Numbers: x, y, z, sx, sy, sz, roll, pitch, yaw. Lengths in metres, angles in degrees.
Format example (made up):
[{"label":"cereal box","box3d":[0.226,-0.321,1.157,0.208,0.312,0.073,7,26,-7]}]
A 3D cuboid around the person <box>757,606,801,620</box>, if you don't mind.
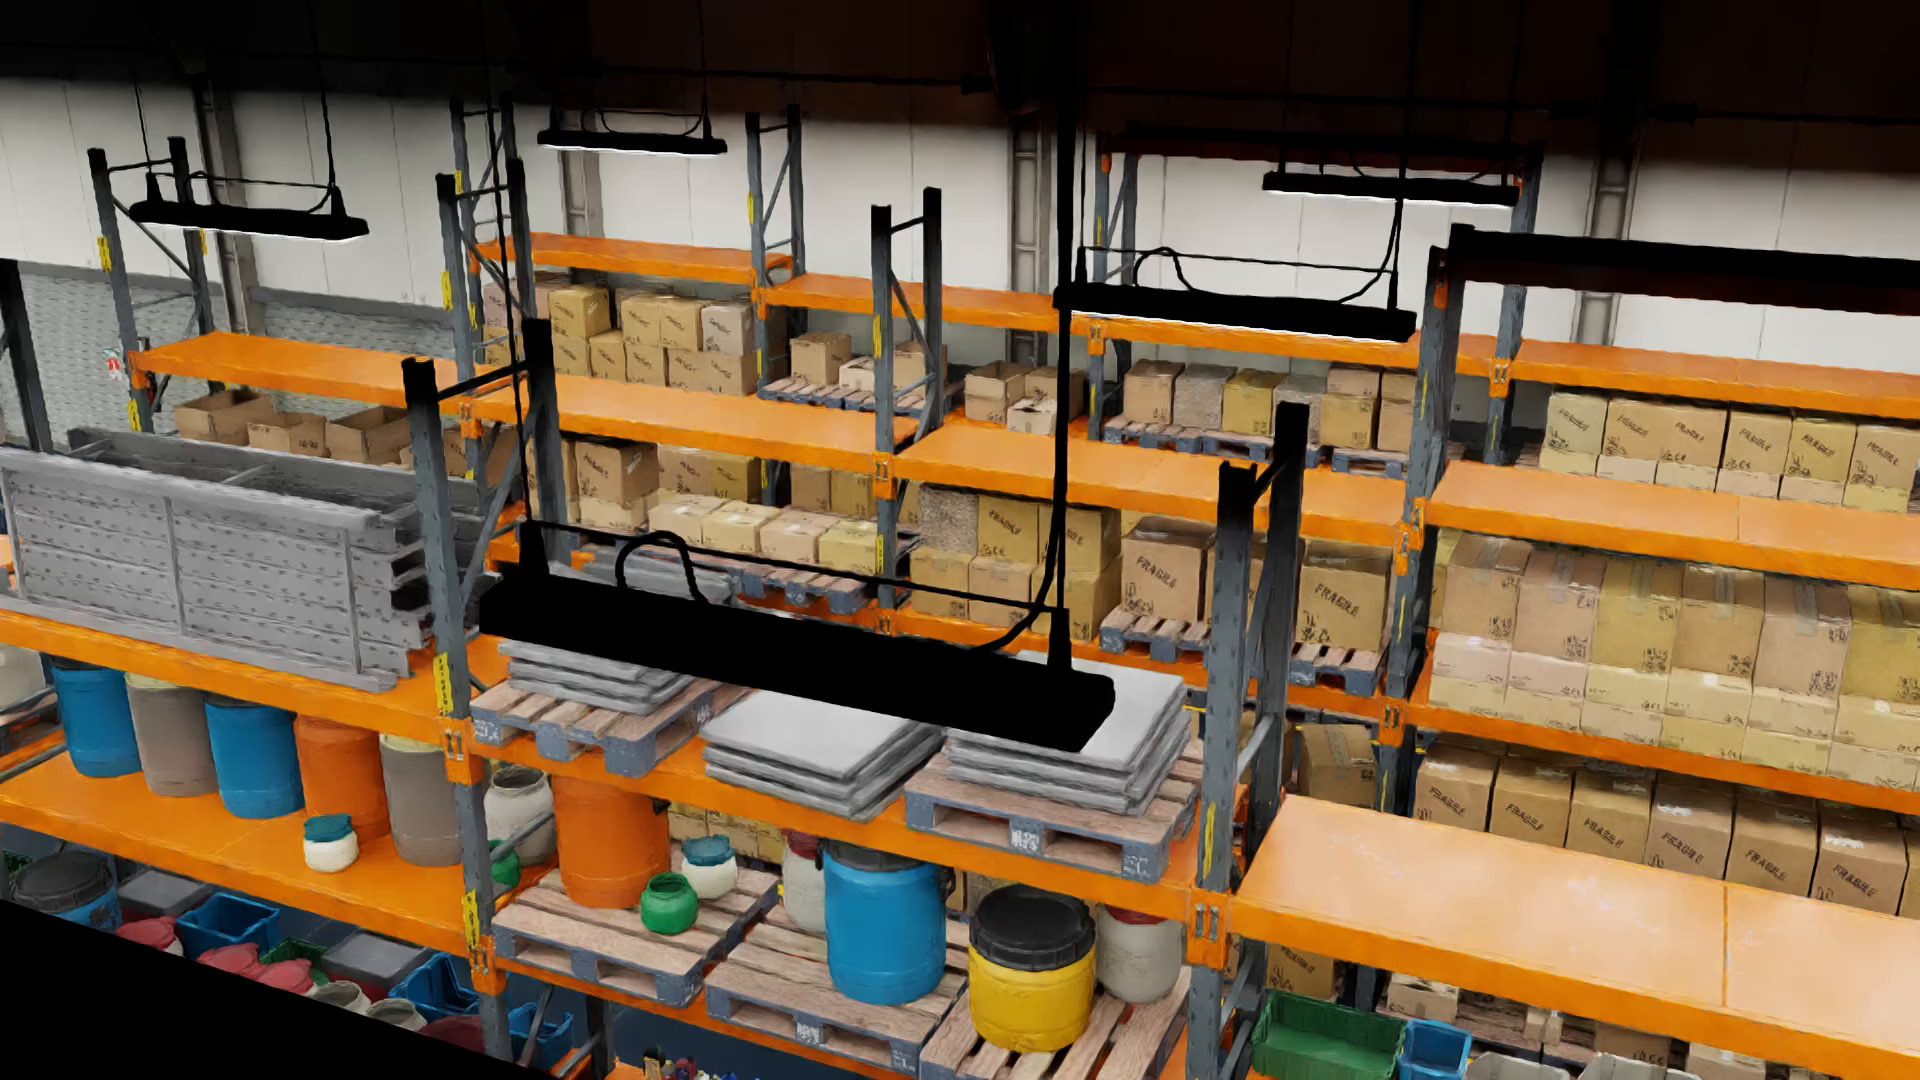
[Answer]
[{"label":"person","box3d":[-1.922,1.093,17.320,1.044,1.736,0.567,8,22,21]}]
